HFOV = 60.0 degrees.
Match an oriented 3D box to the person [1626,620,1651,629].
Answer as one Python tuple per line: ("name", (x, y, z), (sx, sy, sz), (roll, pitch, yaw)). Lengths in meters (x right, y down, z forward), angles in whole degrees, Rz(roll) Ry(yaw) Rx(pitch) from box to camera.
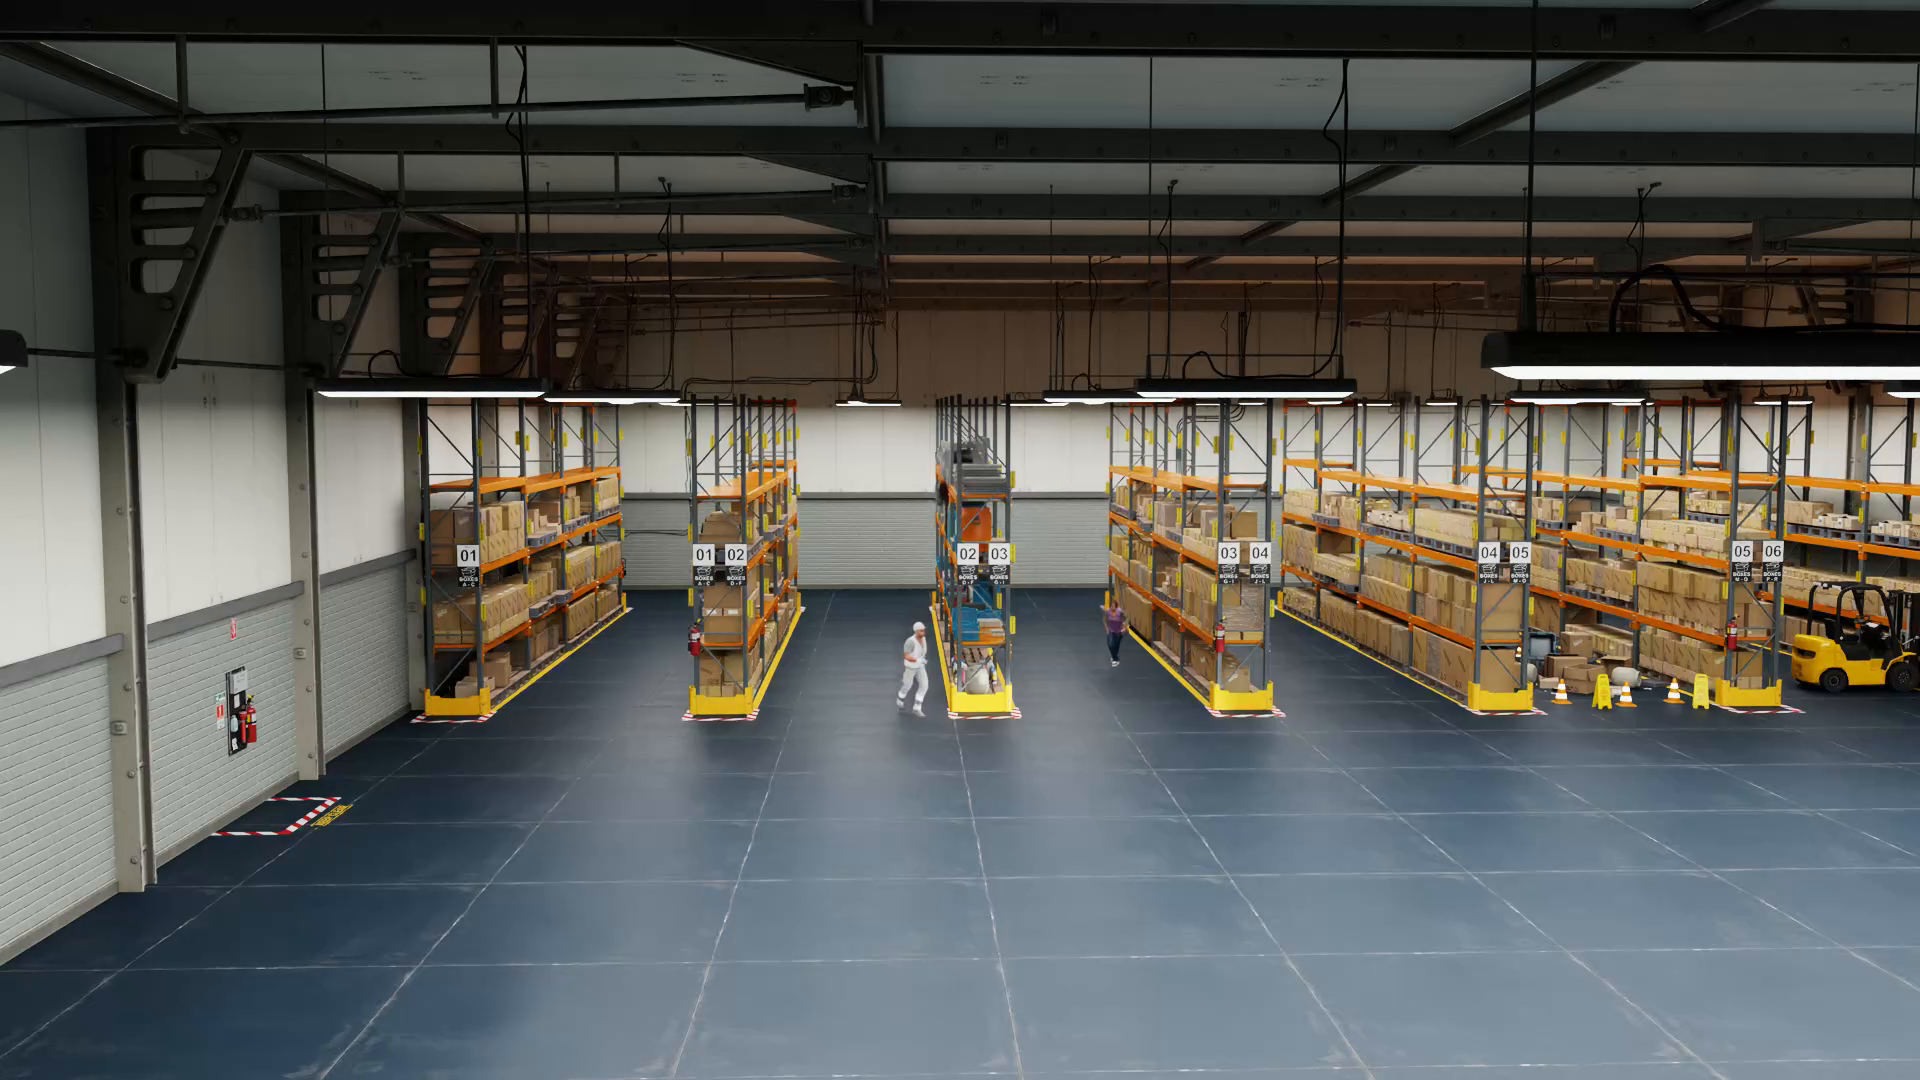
("person", (17.739, 1.499, 43.157), (0.594, 1.682, 0.702), (-4, 6, -43))

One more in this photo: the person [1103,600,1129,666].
("person", (3.303, 1.958, 35.219), (0.553, 1.437, 0.775), (1, 5, 10))

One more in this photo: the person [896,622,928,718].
("person", (-0.900, 2.409, 31.118), (0.654, 1.801, 0.816), (-4, 6, -41))
